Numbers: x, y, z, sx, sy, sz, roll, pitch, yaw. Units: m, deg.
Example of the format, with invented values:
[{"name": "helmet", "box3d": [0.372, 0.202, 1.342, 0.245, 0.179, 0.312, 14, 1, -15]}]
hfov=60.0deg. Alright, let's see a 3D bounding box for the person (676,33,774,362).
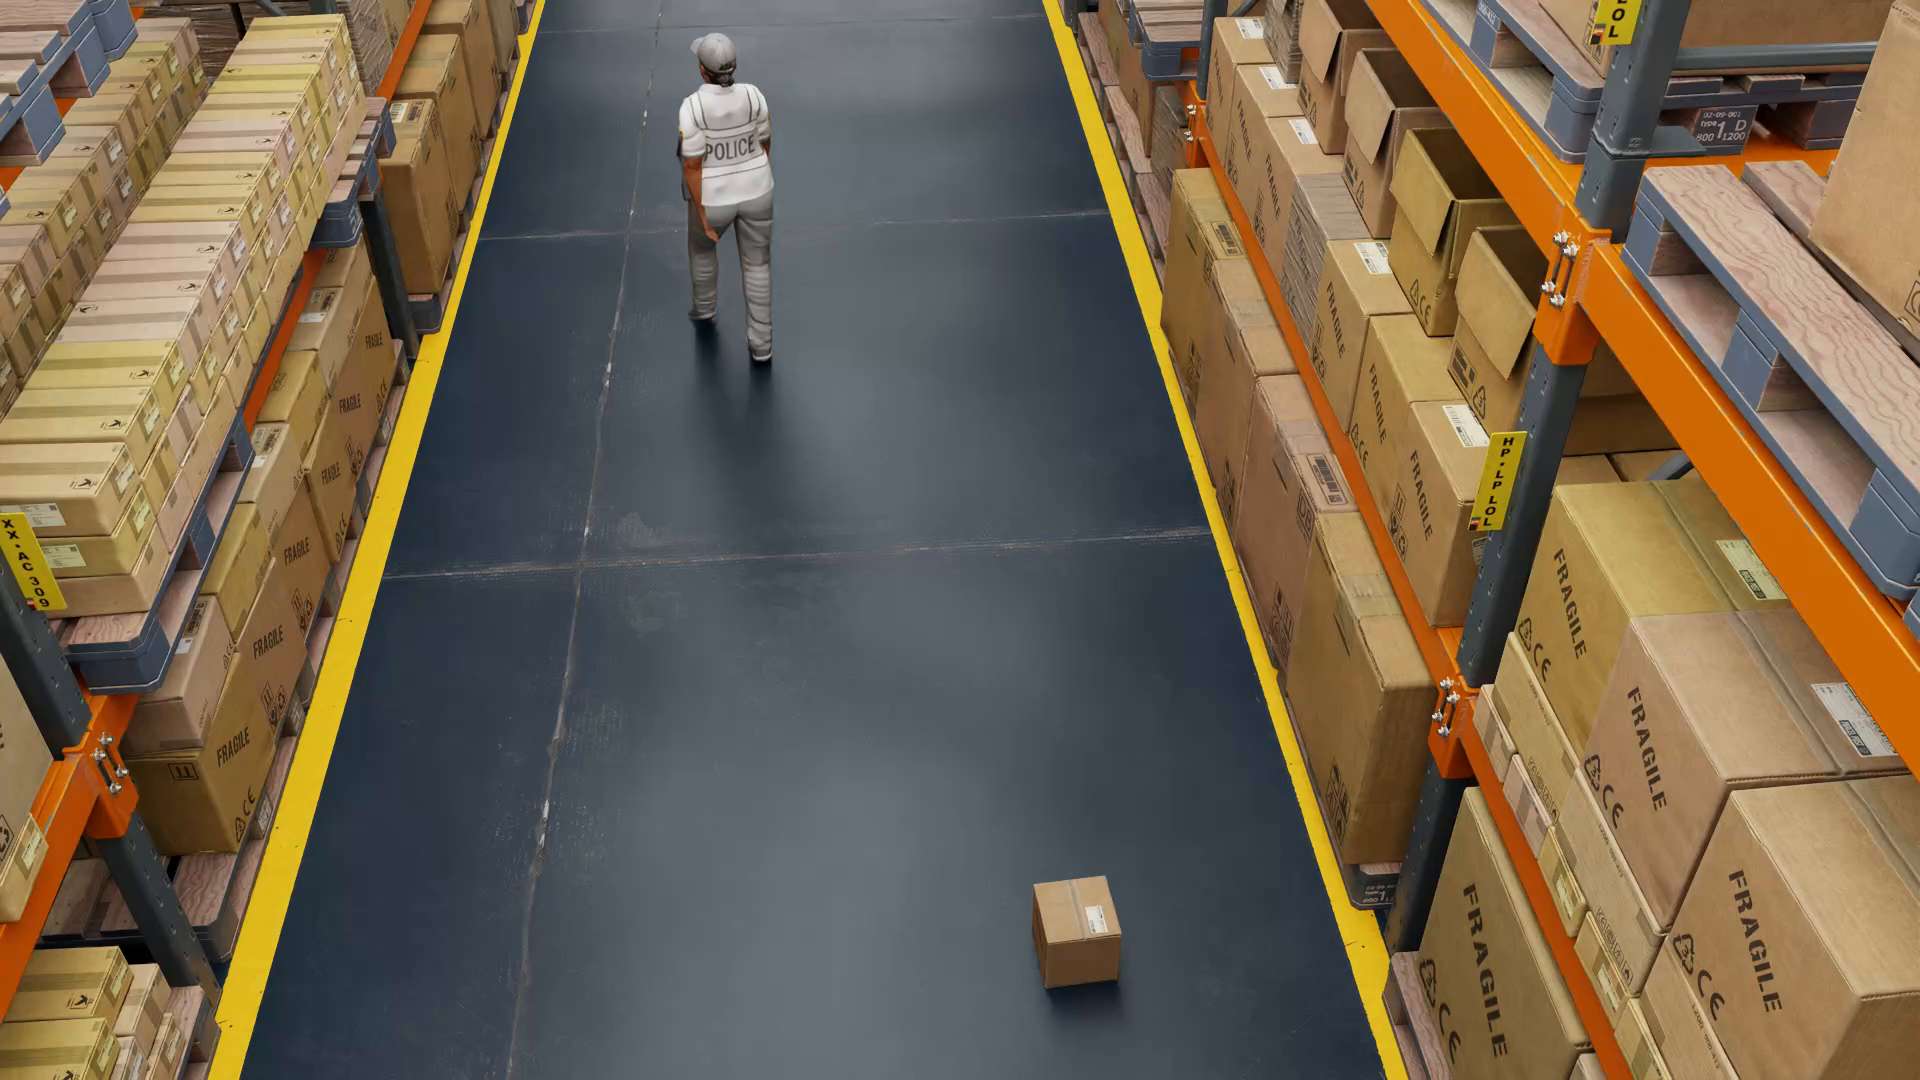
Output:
[{"name": "person", "box3d": [-1.151, -1.710, 8.264, 0.472, 1.705, 0.757, -14, 41, -16]}]
